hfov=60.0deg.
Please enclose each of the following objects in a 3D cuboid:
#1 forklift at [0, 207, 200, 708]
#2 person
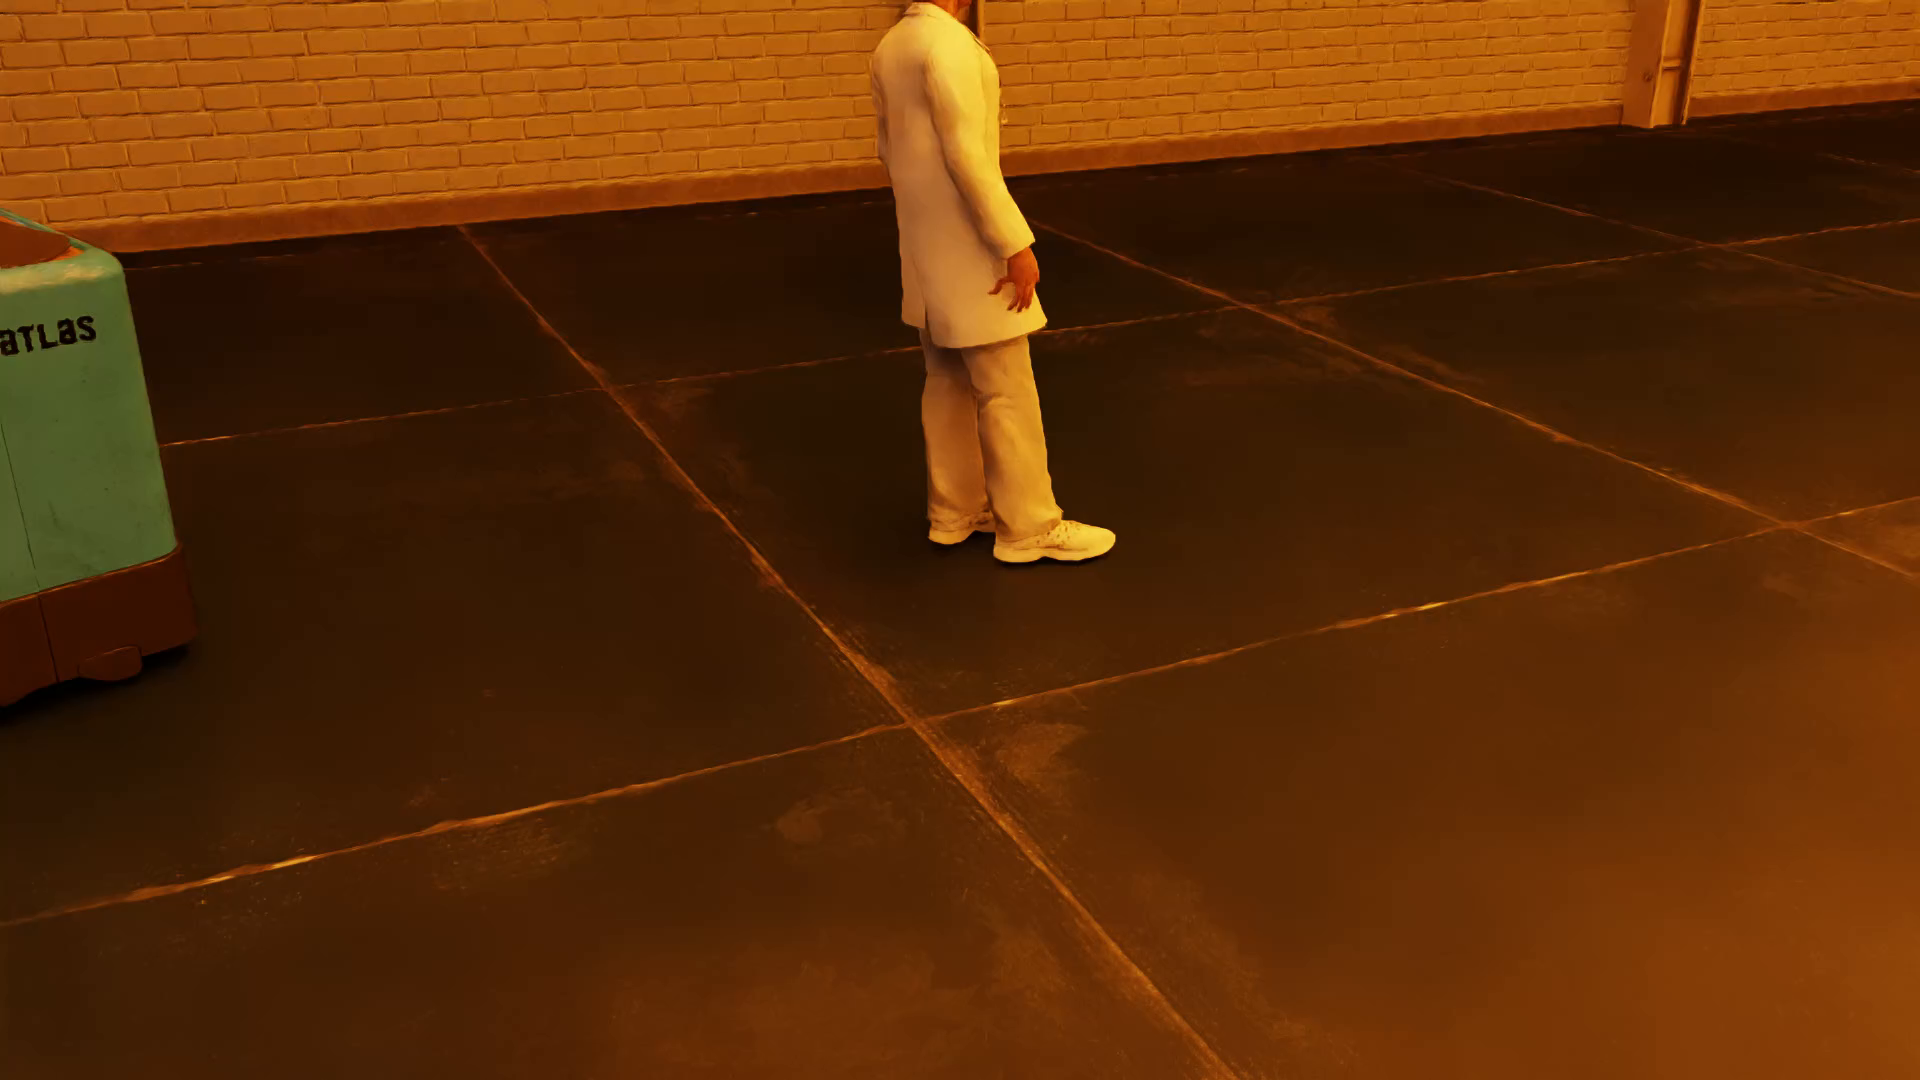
[{"bbox_3d":[-3.381,-0.769,3.138,1.130,2.935,3.031,21,30,41],"label":"forklift"},{"bbox_3d":[0.084,-0.841,4.795,0.579,1.776,0.694,-10,25,-23],"label":"person"}]
